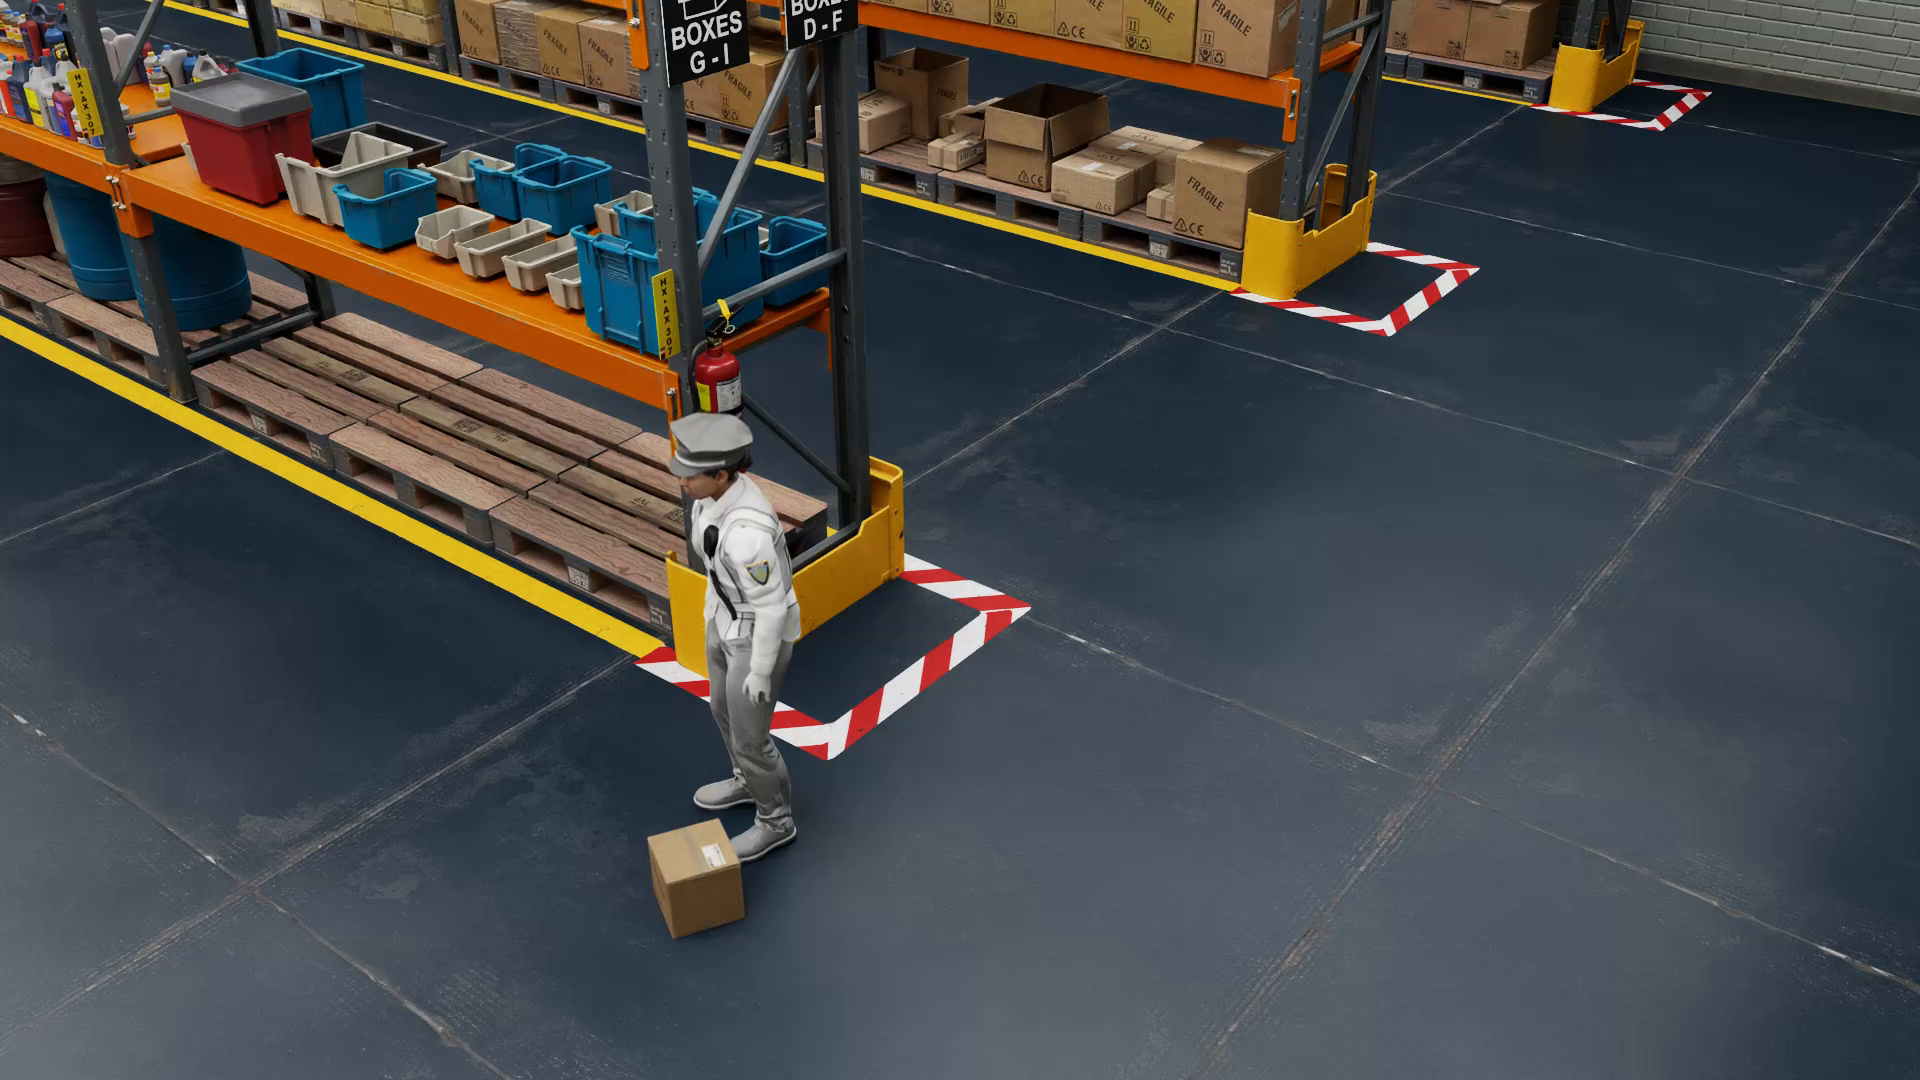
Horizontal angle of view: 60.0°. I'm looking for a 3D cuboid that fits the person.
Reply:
[{"bbox_3d":[-0.735,0.330,5.585,0.375,1.661,0.530,-13,34,-21],"label":"person"}]
